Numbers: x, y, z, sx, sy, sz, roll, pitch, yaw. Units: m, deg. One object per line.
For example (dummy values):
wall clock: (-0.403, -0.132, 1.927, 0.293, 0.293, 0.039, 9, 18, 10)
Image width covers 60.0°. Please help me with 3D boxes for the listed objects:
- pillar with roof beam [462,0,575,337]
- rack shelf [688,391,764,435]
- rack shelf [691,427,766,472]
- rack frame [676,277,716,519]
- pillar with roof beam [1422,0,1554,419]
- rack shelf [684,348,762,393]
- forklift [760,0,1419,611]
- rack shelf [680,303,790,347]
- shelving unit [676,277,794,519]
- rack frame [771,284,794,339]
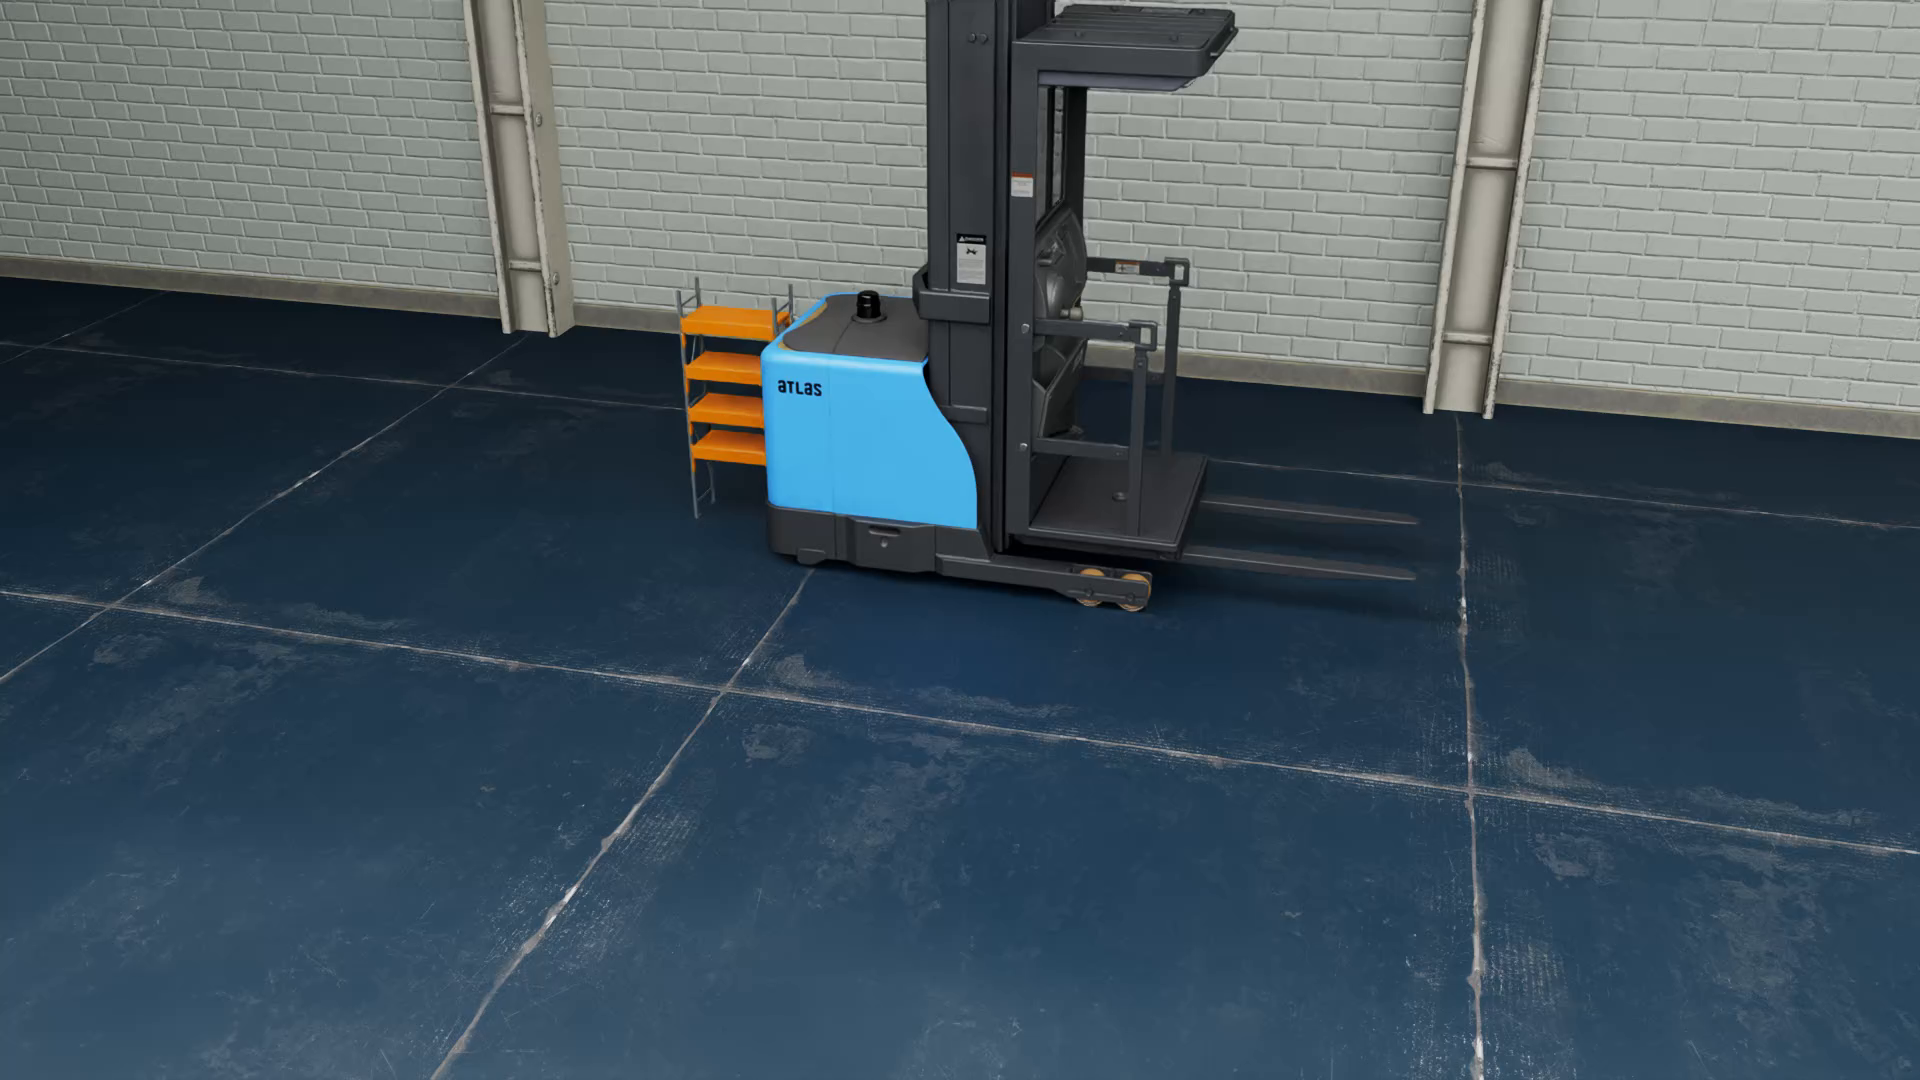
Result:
pillar with roof beam: (-3.918, -3.706, 5.567, 0.400, 9.000, 9.100, 6, 26, 13)
rack shelf: (-1.082, -0.615, 8.297, 0.480, 0.148, 0.258, 6, 26, 14)
rack shelf: (-1.081, -0.435, 8.382, 0.480, 0.148, 0.258, 6, 26, 14)
rack frame: (-1.318, -0.702, 8.328, 0.015, 1.200, 0.240, 6, 26, 14)
pillar with roof beam: (1.893, -3.064, 4.217, 0.400, 9.000, 9.100, 6, 26, 13)
rack shelf: (-1.084, -0.817, 8.202, 0.480, 0.148, 0.258, 6, 26, 14)
forklift: (0.645, -1.254, 7.475, 3.031, 2.935, 1.130, 7, 26, 13)
rack shelf: (-1.085, -1.031, 8.100, 0.480, 0.148, 0.258, 6, 26, 14)
shelving unit: (-1.082, -0.676, 8.269, 0.503, 1.200, 0.258, 6, 26, 14)
rack frame: (-0.847, -0.649, 8.209, 0.015, 1.200, 0.240, 6, 26, 14)
